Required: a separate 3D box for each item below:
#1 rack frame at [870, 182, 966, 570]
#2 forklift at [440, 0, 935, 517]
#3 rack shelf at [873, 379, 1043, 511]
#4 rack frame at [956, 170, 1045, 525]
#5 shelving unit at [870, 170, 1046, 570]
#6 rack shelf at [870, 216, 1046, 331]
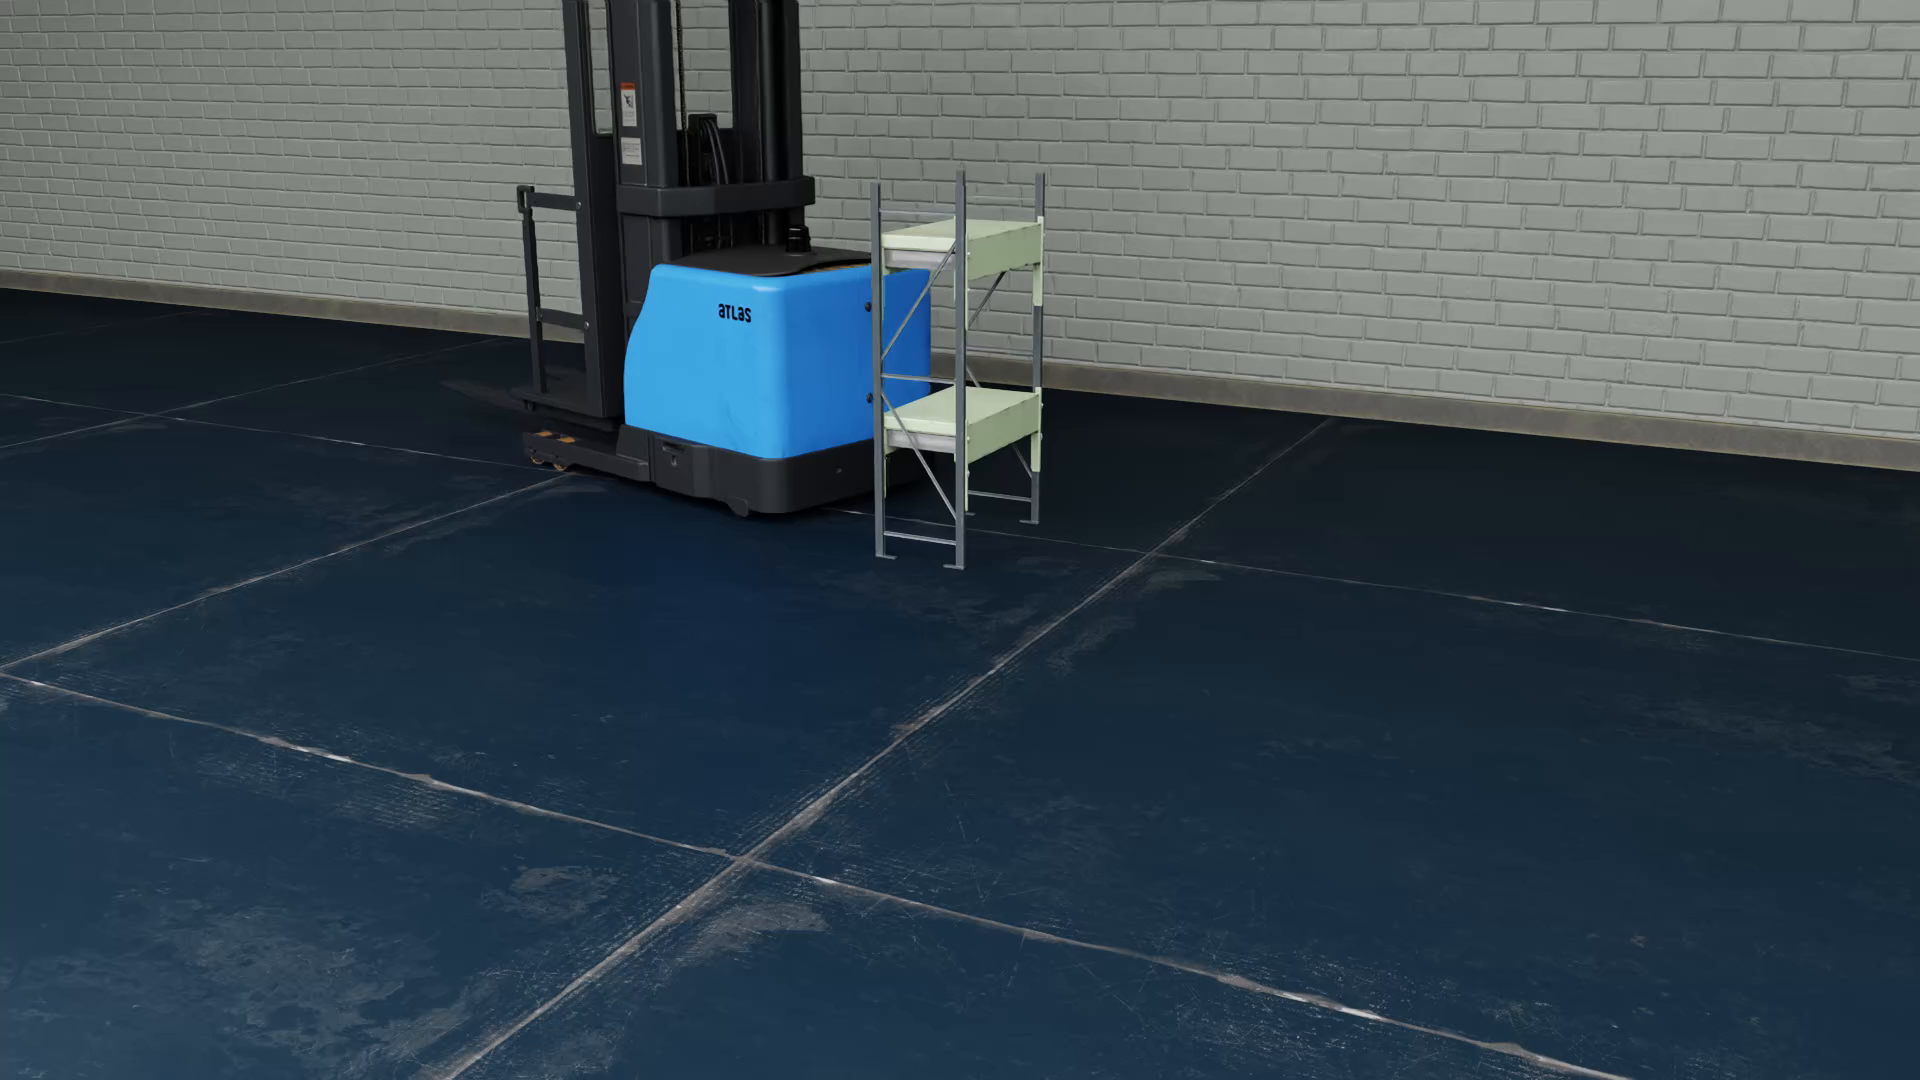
[{"bbox_3d":[-0.161,-0.627,6.503,0.400,1.500,0.023,8,18,25],"label":"rack frame"},{"bbox_3d":[-1.538,-1.838,8.066,3.031,2.935,1.130,15,22,41],"label":"forklift"},{"bbox_3d":[0.003,-0.408,6.909,0.431,0.370,0.720,8,18,25],"label":"rack shelf"},{"bbox_3d":[0.167,-0.814,7.130,0.400,1.500,0.023,8,18,25],"label":"rack frame"},{"bbox_3d":[0.003,-0.721,6.817,0.431,1.500,0.755,8,18,25],"label":"shelving unit"},{"bbox_3d":[0.003,-1.095,6.705,0.431,0.370,0.720,8,18,25],"label":"rack shelf"}]
